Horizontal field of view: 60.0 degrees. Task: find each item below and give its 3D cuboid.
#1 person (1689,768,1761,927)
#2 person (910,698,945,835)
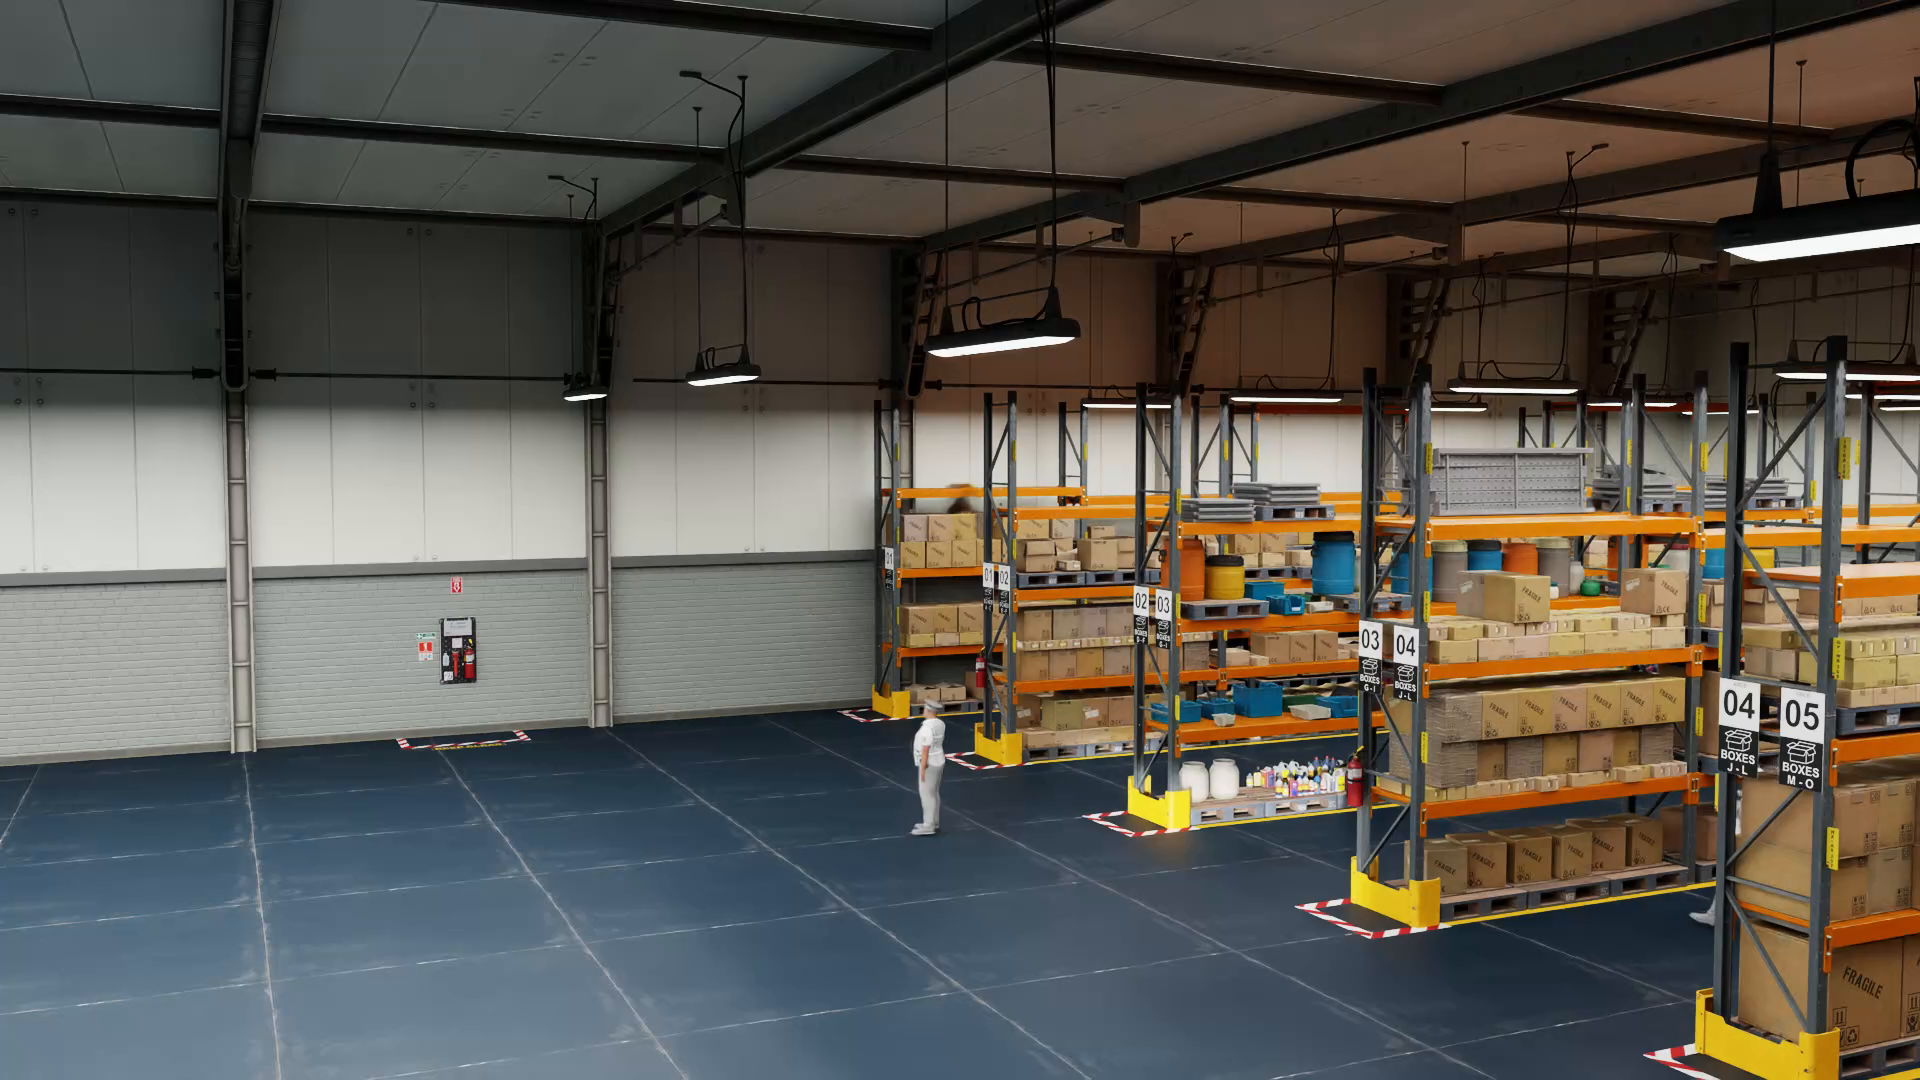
[{"bbox_3d":[8.291,3.259,17.733,0.904,1.741,0.584,2,4,24],"label":"person"},{"bbox_3d":[-0.425,2.987,22.030,0.421,1.779,0.589,1,3,12],"label":"person"}]
